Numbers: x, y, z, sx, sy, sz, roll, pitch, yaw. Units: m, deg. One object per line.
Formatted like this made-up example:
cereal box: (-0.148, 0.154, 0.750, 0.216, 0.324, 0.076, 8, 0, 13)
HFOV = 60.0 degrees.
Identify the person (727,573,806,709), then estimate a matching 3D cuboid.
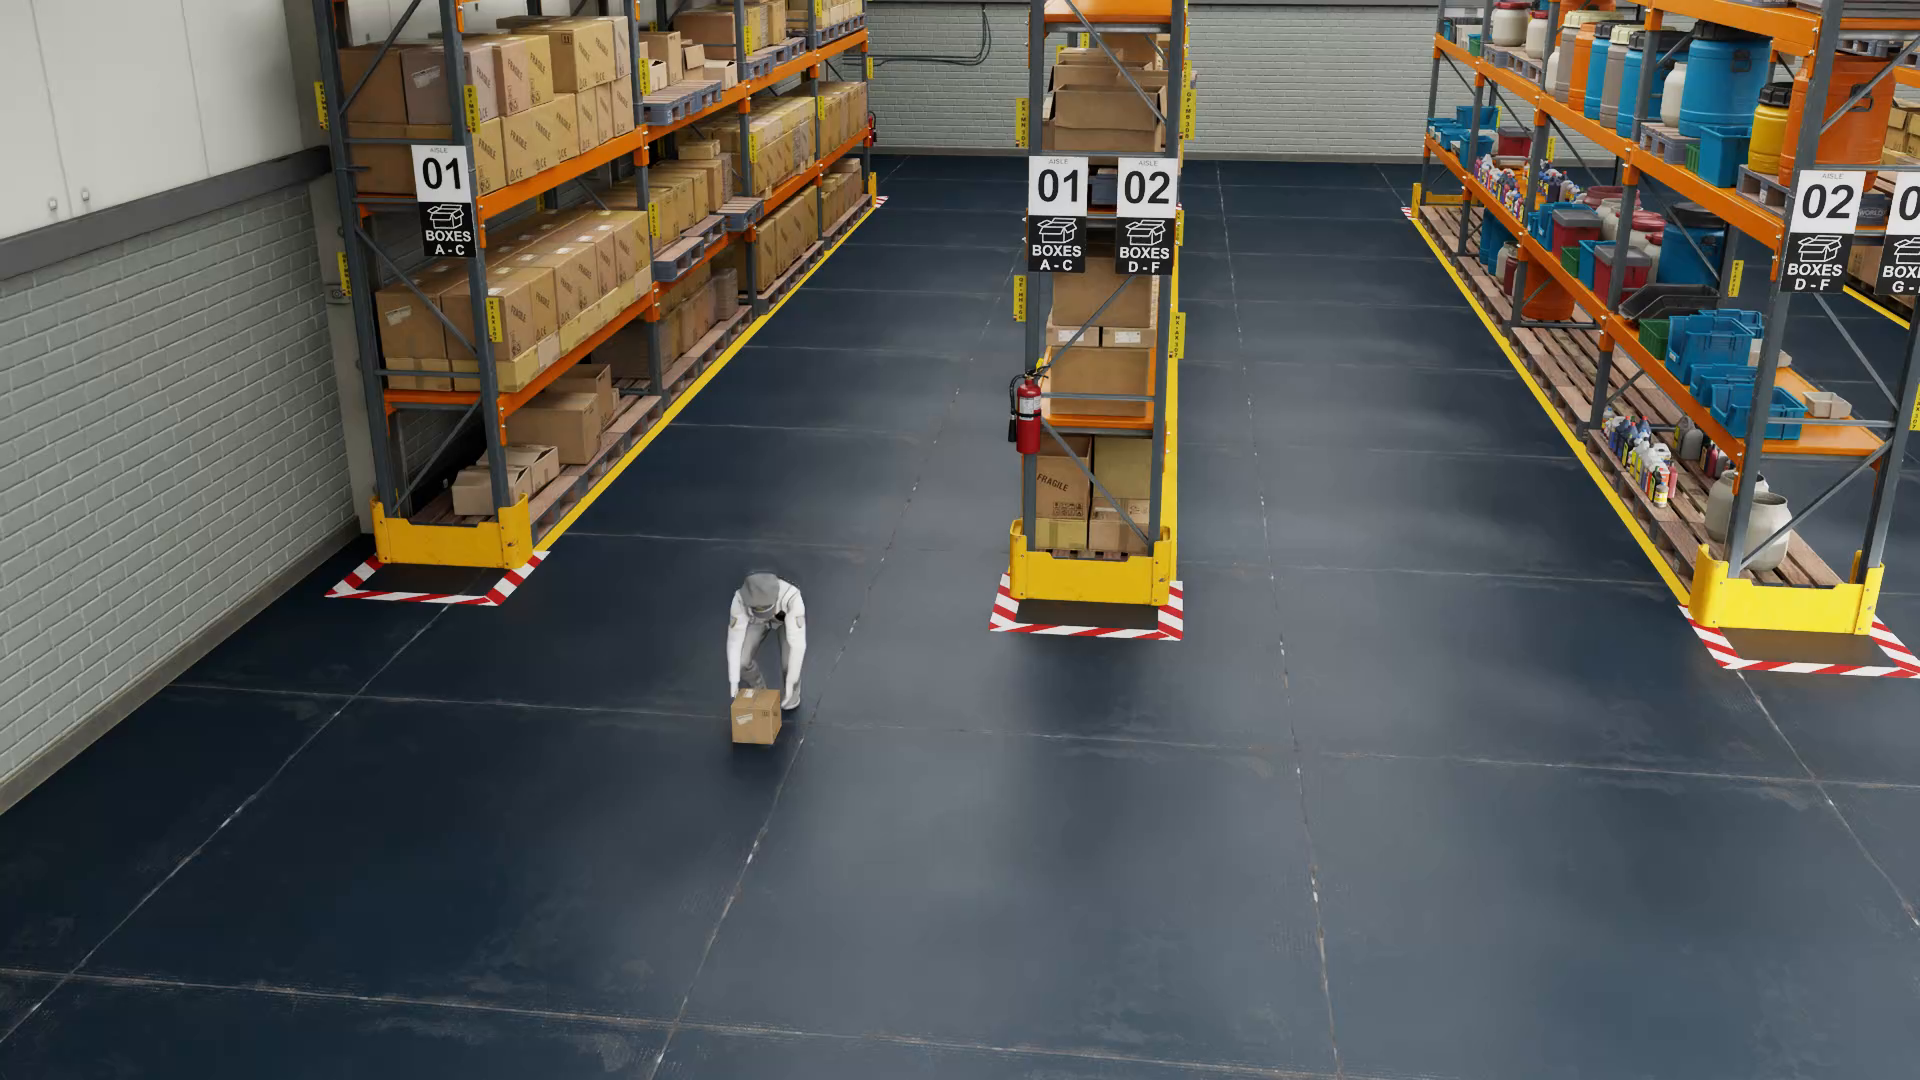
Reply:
person: (-1.184, 0.599, 10.430, 0.501, 1.028, 0.837, 2, 21, 6)
